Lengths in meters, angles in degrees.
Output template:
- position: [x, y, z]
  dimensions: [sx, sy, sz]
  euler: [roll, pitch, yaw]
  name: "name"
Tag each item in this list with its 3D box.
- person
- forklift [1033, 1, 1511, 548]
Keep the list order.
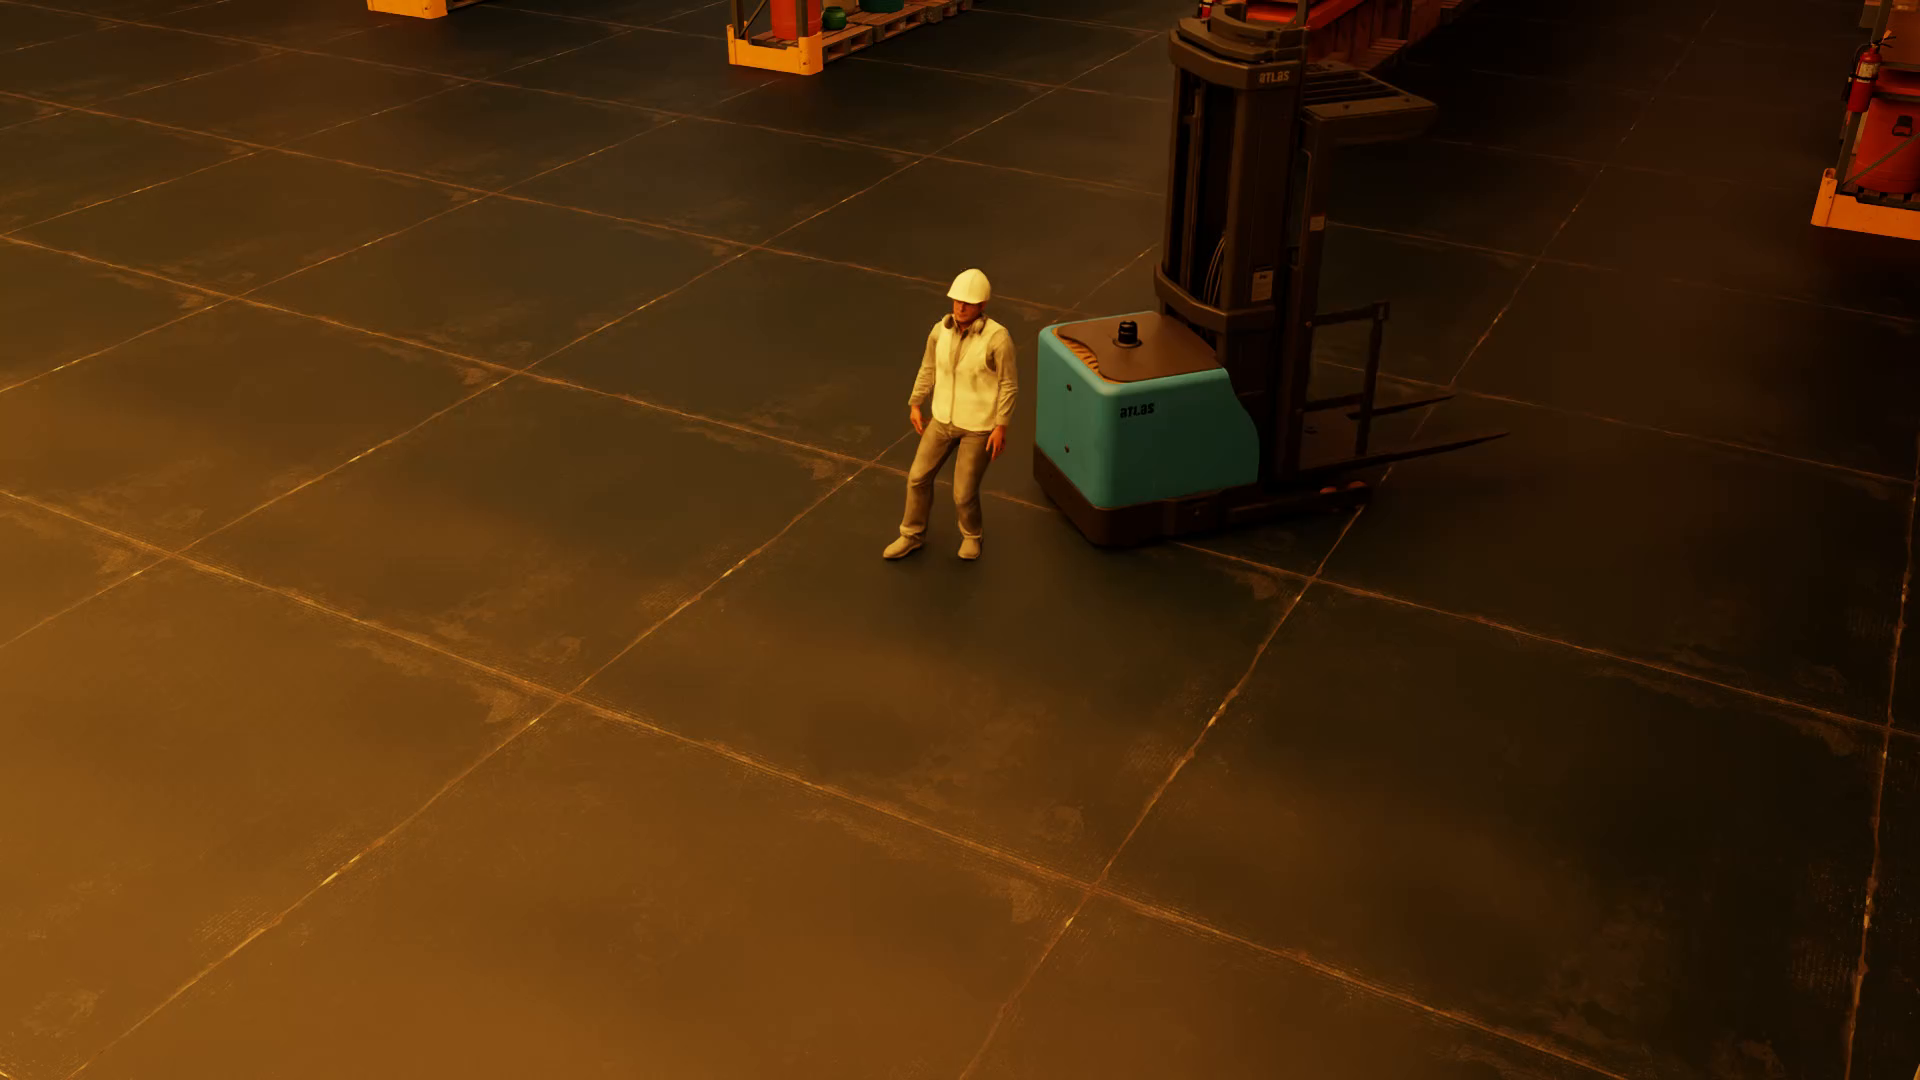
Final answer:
- position: [-0.036, -0.664, 9.431]
  dimensions: [0.678, 1.749, 0.599]
  euler: [19, 35, 29]
  name: "person"
- position: [2.035, -1.670, 9.964]
  dimensions: [3.031, 2.935, 1.130]
  euler: [-10, 32, -17]
  name: "forklift"
